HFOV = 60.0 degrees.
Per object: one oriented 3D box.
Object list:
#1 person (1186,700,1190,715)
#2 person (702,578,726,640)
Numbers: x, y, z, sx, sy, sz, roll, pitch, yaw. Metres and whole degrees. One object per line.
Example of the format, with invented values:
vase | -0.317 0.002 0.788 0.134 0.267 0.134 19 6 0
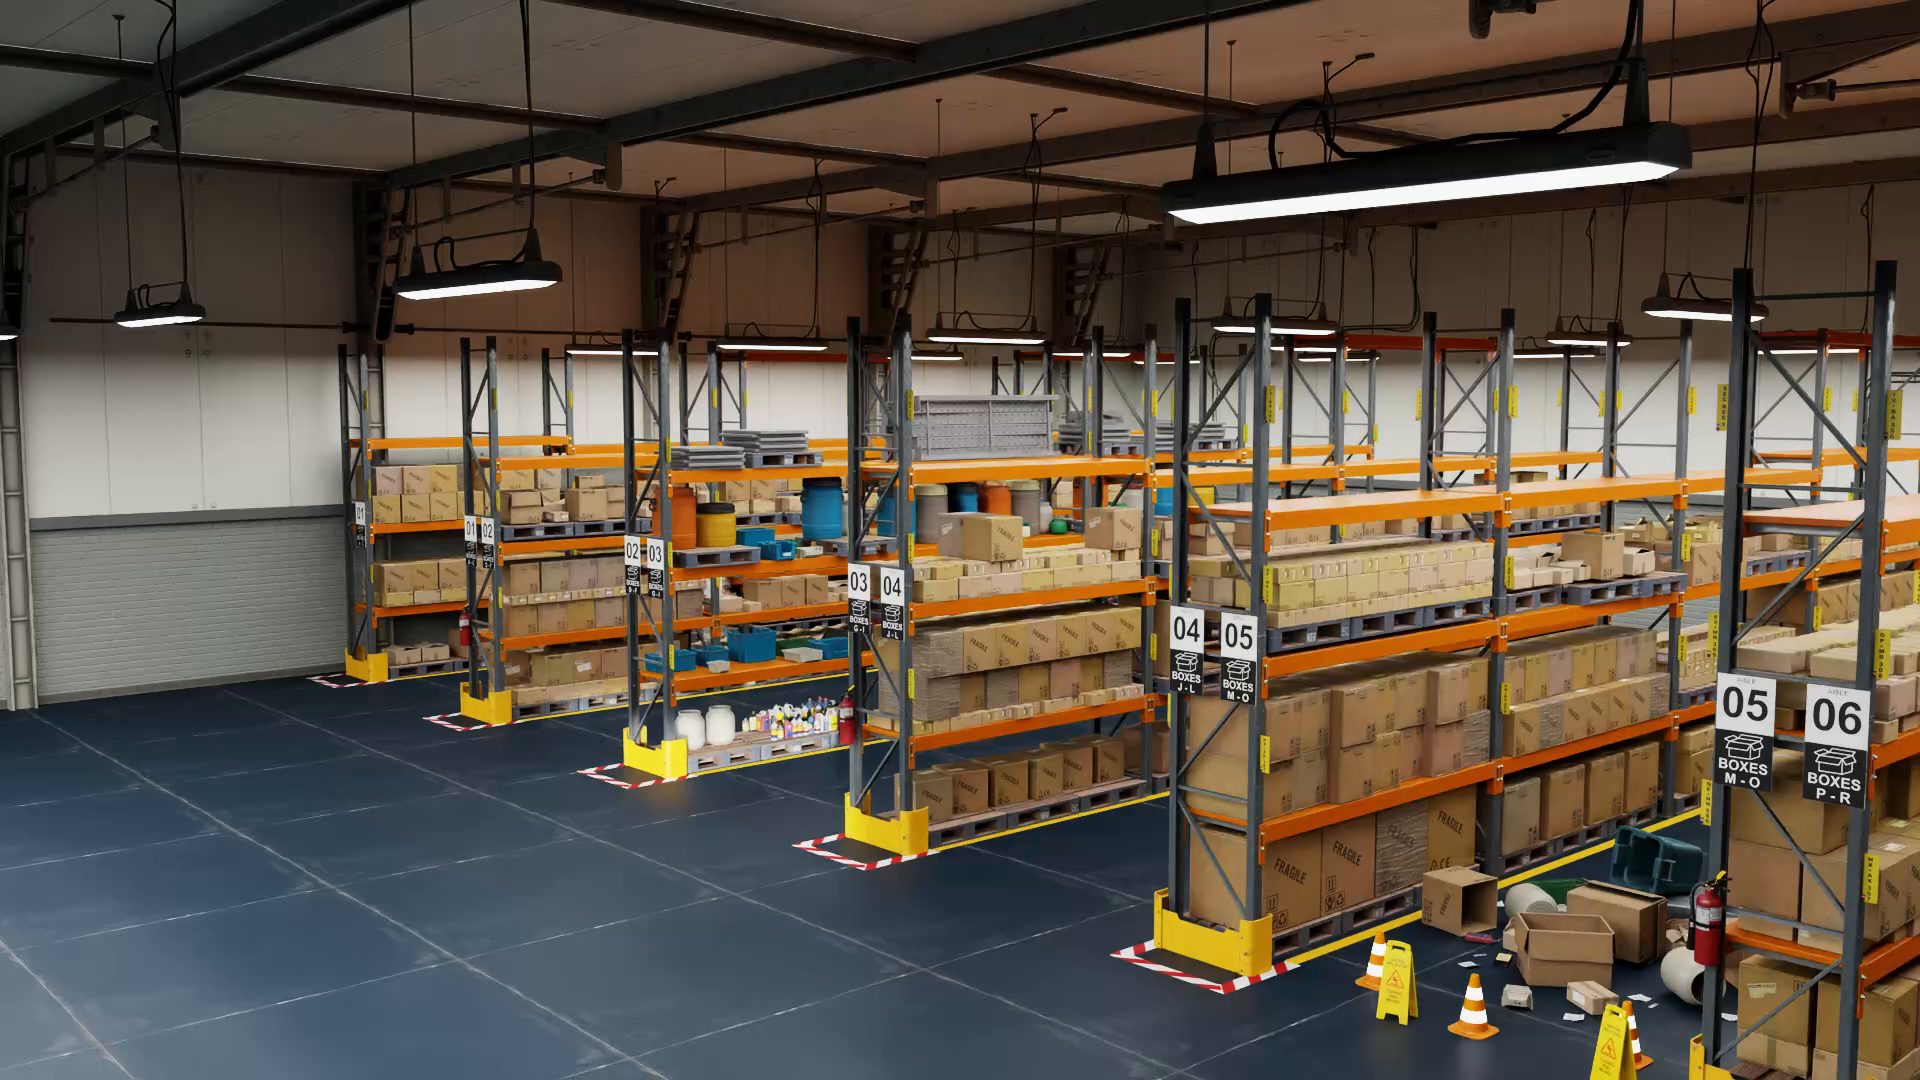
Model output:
person | 3.476 2.098 24.944 1.032 1.674 0.681 -4 6 -37
person | -4.928 1.331 33.077 0.679 1.806 0.436 -1 5 -9
